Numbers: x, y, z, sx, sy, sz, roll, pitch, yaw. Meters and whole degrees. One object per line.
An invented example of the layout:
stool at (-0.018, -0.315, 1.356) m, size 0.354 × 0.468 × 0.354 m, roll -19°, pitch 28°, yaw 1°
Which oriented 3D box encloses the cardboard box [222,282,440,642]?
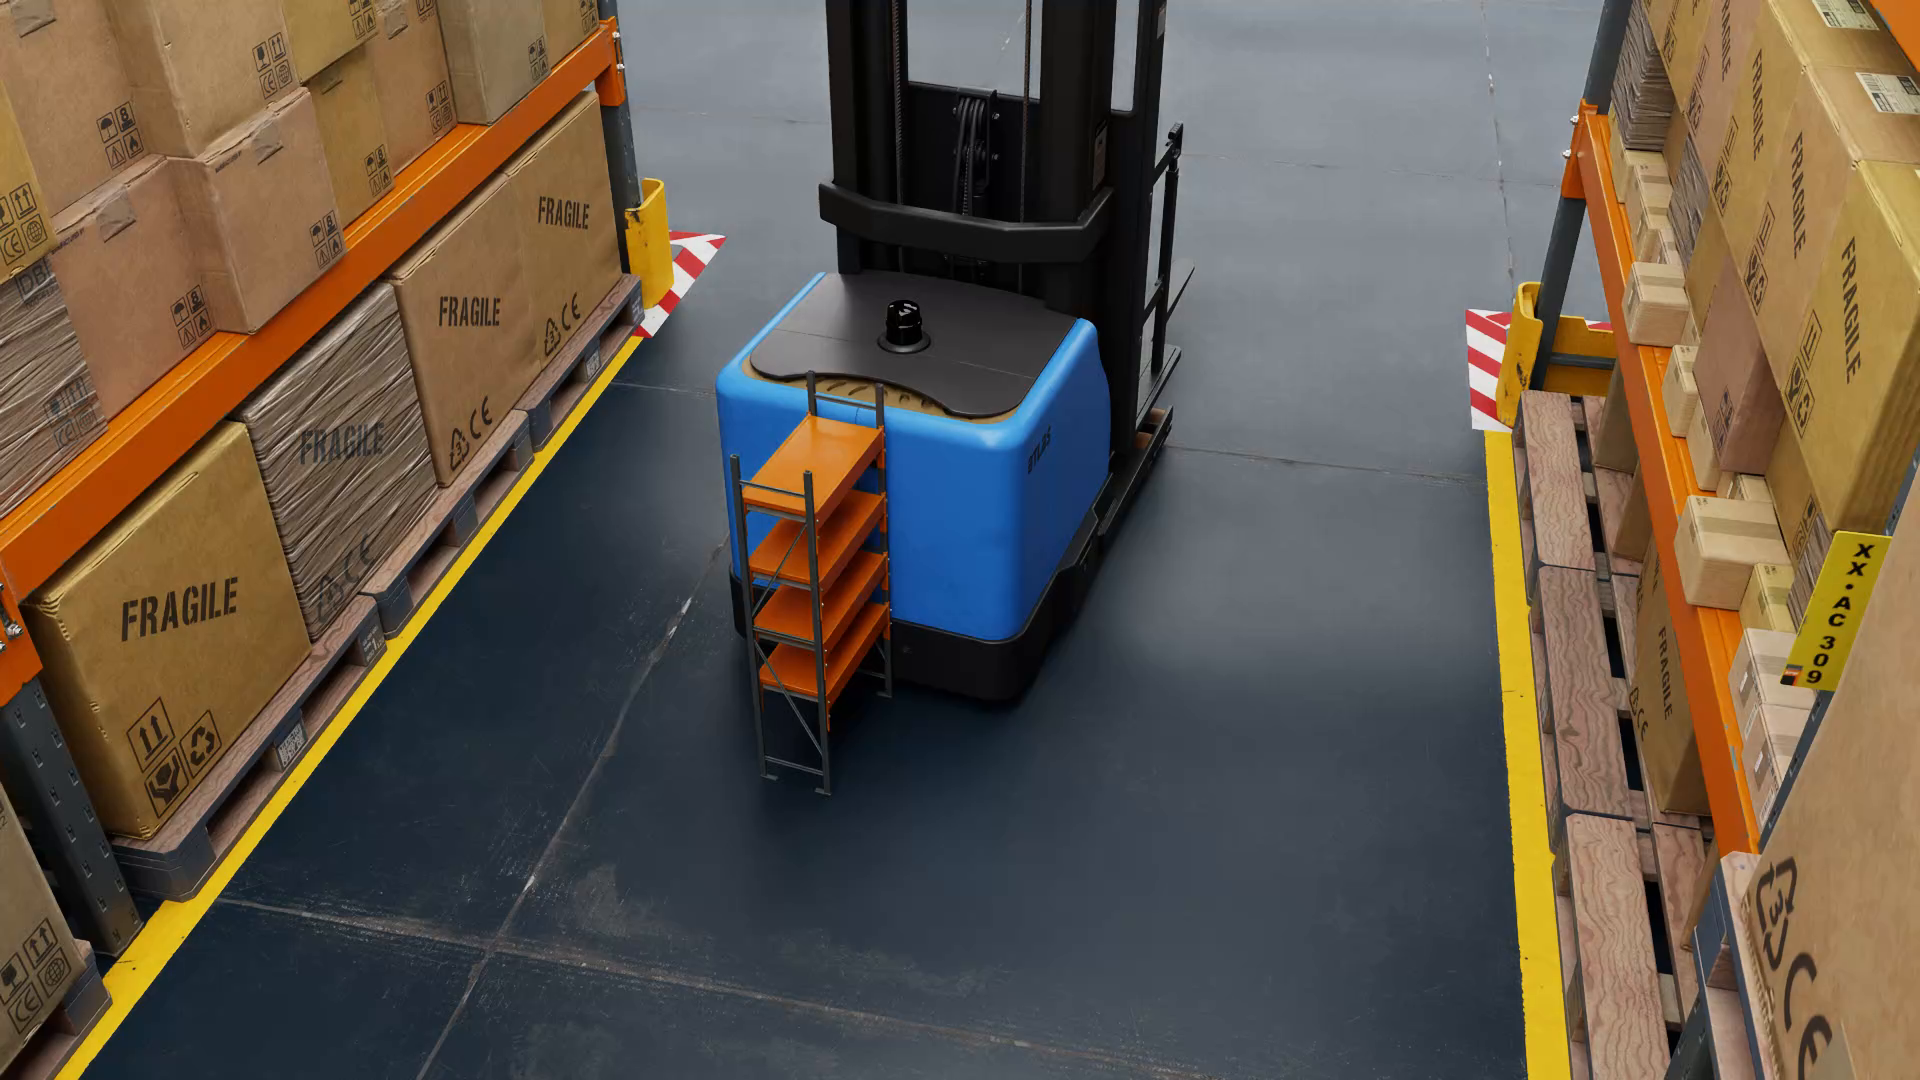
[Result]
cardboard box at (-2.429, -0.321, 5.589) m, size 0.875 × 0.875 × 0.875 m, roll 8°, pitch 37°, yaw 10°

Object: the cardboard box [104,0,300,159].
cardboard box at (-2.454, -1.469, 4.673) m, size 0.875 × 0.550 × 0.550 m, roll 7°, pitch 37°, yaw 10°

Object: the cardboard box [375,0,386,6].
cardboard box at (-2.362, -2.094, 5.536) m, size 0.875 × 0.550 × 0.550 m, roll 7°, pitch 37°, yaw 10°

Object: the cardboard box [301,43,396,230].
cardboard box at (-2.412, -1.345, 5.422) m, size 0.875 × 0.550 × 0.500 m, roll 7°, pitch 37°, yaw 10°

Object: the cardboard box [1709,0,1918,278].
cardboard box at (2.044, -0.894, 3.737) m, size 0.500 × 0.500 × 0.500 m, roll 7°, pitch 37°, yaw 10°

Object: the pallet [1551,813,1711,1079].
pallet at (2.113, 1.277, 4.308) m, size 1.003 × 0.211 × 1.213 m, roll 7°, pitch 37°, yaw 10°

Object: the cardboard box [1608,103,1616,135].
cardboard box at (2.564, -1.520, 6.006) m, size 0.380 × 0.149 × 0.250 m, roll 7°, pitch 37°, yaw 10°

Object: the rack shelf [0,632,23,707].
rack shelf at (-3.247, 1.296, 2.519) m, size 1.077 × 0.370 × 4.000 m, roll 7°, pitch 37°, yaw 10°

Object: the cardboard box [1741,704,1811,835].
cardboard box at (1.763, 0.479, 3.247) m, size 0.380 × 0.149 × 0.250 m, roll 7°, pitch 37°, yaw 10°

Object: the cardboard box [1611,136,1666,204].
cardboard box at (2.424, -1.238, 5.616) m, size 0.380 × 0.149 × 0.250 m, roll 7°, pitch 37°, yaw 10°

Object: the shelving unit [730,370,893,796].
shelving unit at (-0.424, 0.146, 5.026) m, size 0.258 × 1.200 × 0.503 m, roll 13°, pitch 38°, yaw 17°

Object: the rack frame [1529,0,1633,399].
rack frame at (2.858, -1.755, 6.116) m, size 1.000 × 3.000 × 0.127 m, roll 7°, pitch 37°, yaw 10°

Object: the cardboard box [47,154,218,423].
cardboard box at (-2.658, -0.734, 4.579) m, size 0.875 × 0.550 × 0.550 m, roll 7°, pitch 37°, yaw 10°

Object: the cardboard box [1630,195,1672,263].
cardboard box at (2.331, -0.949, 5.218) m, size 0.380 × 0.149 × 0.250 m, roll 7°, pitch 37°, yaw 10°

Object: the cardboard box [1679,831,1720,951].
cardboard box at (2.243, 0.826, 4.326) m, size 0.500 × 0.500 × 0.500 m, roll 19°, pitch 40°, yaw 24°

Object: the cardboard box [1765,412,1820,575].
cardboard box at (2.302, -0.156, 3.570) m, size 0.875 × 0.500 × 0.500 m, roll 7°, pitch 37°, yaw 10°

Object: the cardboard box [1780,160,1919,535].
cardboard box at (1.831, -0.321, 2.945) m, size 0.500 × 0.500 × 0.500 m, roll 7°, pitch 37°, yaw 10°

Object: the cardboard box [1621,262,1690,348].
cardboard box at (2.149, -0.672, 4.836) m, size 0.380 × 0.149 × 0.250 m, roll 7°, pitch 37°, yaw 10°

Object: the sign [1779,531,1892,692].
sign at (1.472, 0.124, 2.786) m, size 0.100 × 0.325 × 0.005 m, roll 7°, pitch 37°, yaw 10°

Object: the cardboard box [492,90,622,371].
cardboard box at (-2.046, -1.348, 7.006) m, size 0.875 × 0.875 × 0.875 m, roll 8°, pitch 37°, yaw 10°

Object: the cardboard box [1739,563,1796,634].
cardboard box at (1.937, 0.201, 3.630) m, size 0.380 × 0.149 × 0.250 m, roll 7°, pitch 37°, yaw 10°

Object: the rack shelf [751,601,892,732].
rack shelf at (-0.424, 0.362, 5.182) m, size 0.258 × 0.148 × 0.480 m, roll 13°, pitch 38°, yaw 17°

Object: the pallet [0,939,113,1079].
pallet at (-2.911, 1.439, 4.085) m, size 1.003 × 0.211 × 1.213 m, roll 7°, pitch 37°, yaw 10°

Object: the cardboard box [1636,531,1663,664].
cardboard box at (2.462, 0.146, 5.265) m, size 0.500 × 0.500 × 0.500 m, roll 11°, pitch 37°, yaw 14°

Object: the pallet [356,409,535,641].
pallet at (-2.323, -0.140, 6.264) m, size 1.003 × 0.211 × 1.213 m, roll 7°, pitch 37°, yaw 10°

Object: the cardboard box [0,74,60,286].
cardboard box at (-2.708, -0.847, 3.815) m, size 0.875 × 0.550 × 0.550 m, roll 7°, pitch 37°, yaw 10°

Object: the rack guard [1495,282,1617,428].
rack guard at (2.842, -0.700, 6.789) m, size 1.175 × 0.500 × 0.348 m, roll 7°, pitch 37°, yaw 10°

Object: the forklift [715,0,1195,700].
forklift at (0.222, -1.528, 5.861) m, size 1.130 × 2.935 × 3.031 m, roll 13°, pitch 38°, yaw 17°

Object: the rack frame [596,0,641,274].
rack frame at (-1.966, -2.435, 7.054) m, size 1.000 × 3.000 × 0.127 m, roll 7°, pitch 37°, yaw 10°

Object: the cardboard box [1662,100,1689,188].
cardboard box at (2.724, -1.303, 5.153) m, size 0.875 × 0.500 × 0.500 m, roll 7°, pitch 37°, yaw 10°

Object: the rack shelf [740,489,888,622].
rack shelf at (-0.424, 0.020, 4.934) m, size 0.258 × 0.148 × 0.480 m, roll 13°, pitch 38°, yaw 17°

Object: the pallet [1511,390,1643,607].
pallet at (2.634, -0.121, 6.238) m, size 1.003 × 0.211 × 1.213 m, roll 7°, pitch 37°, yaw 10°

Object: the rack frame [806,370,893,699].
rack frame at (-0.337, 0.013, 5.210) m, size 0.240 × 1.200 × 0.015 m, roll 13°, pitch 38°, yaw 17°

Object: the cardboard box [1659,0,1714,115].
cardboard box at (2.255, -1.467, 4.528) m, size 0.500 × 0.500 × 0.500 m, roll 7°, pitch 37°, yaw 10°

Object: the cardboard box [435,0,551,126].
cardboard box at (-2.097, -1.959, 6.270) m, size 0.875 × 0.550 × 0.550 m, roll 7°, pitch 37°, yaw 10°

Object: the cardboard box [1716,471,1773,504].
cardboard box at (2.064, -0.083, 4.022) m, size 0.380 × 0.149 × 0.250 m, roll 7°, pitch 37°, yaw 10°

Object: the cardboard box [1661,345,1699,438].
cardboard box at (2.097, -0.379, 4.431) m, size 0.380 × 0.149 × 0.250 m, roll 7°, pitch 37°, yaw 10°

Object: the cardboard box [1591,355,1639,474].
cardboard box at (2.709, -0.557, 6.235) m, size 0.500 × 0.500 × 0.500 m, roll 14°, pitch 38°, yaw 19°

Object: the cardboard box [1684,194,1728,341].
cardboard box at (2.457, -0.736, 4.371) m, size 0.875 × 0.500 × 0.500 m, roll 7°, pitch 37°, yaw 10°
